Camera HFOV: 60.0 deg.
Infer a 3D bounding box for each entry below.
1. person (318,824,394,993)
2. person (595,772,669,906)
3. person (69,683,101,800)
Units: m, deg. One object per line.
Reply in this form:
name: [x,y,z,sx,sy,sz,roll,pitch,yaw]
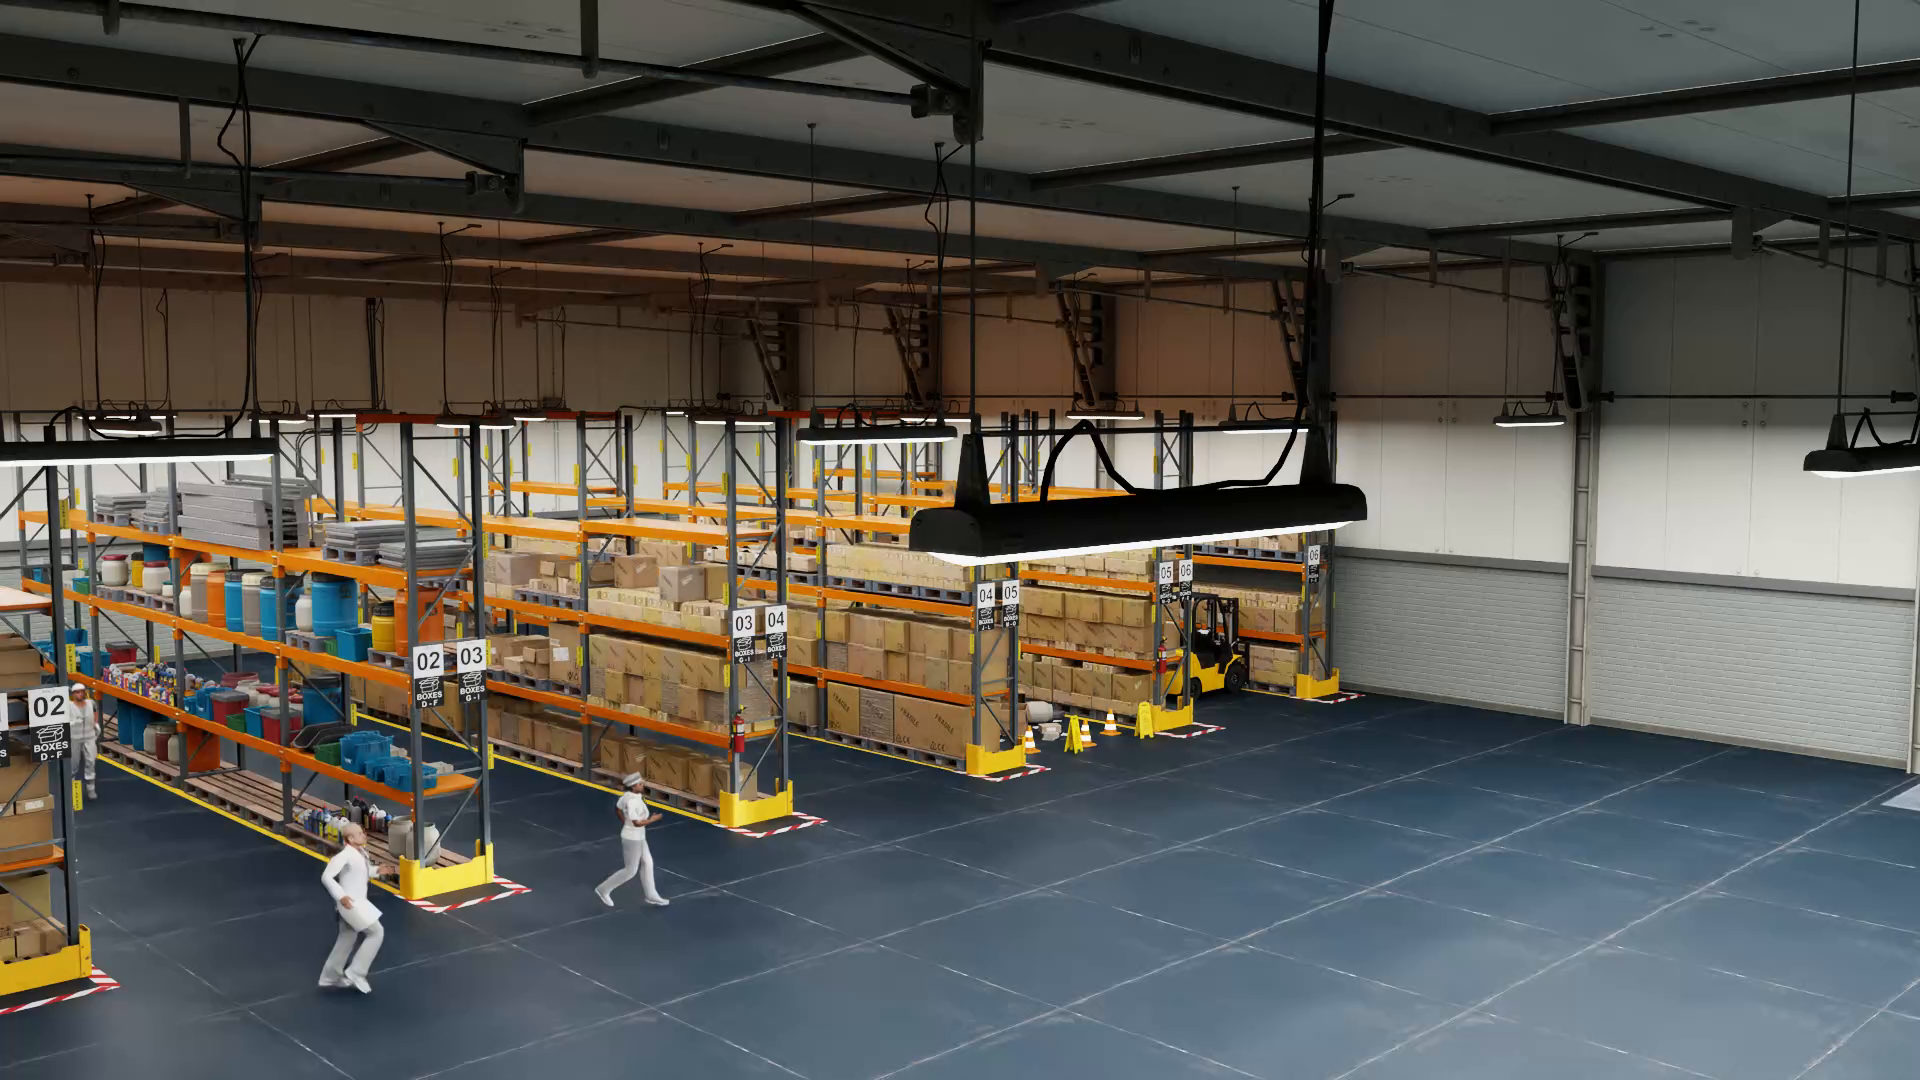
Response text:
person: [-6.450,3.924,17.744,0.794,1.825,0.669,-2,5,-18]
person: [-4.048,3.687,20.478,0.898,1.689,0.596,-1,5,-11]
person: [-13.849,3.137,26.157,0.669,1.798,0.943,-5,7,-43]
